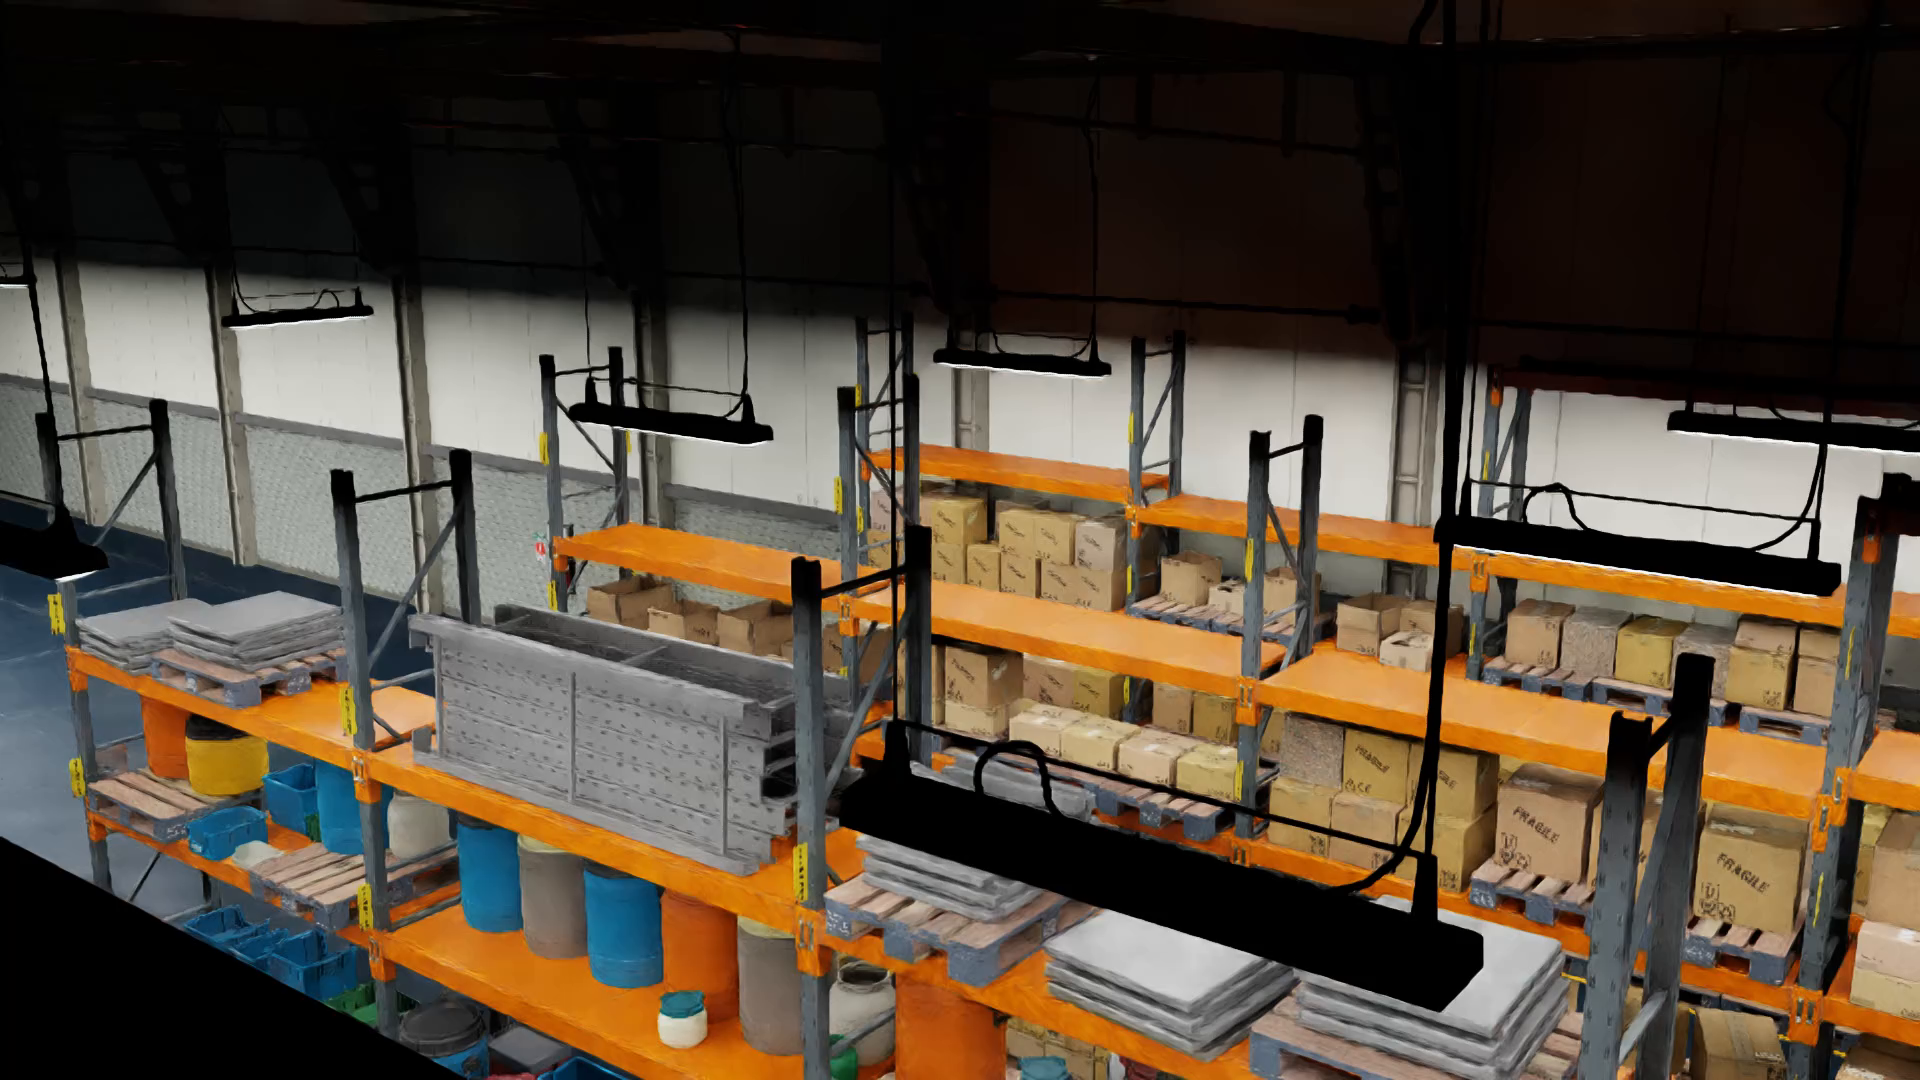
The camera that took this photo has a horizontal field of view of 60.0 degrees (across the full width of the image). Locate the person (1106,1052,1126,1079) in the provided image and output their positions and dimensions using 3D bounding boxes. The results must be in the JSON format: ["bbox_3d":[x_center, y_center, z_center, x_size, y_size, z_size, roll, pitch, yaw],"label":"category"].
[{"bbox_3d":[1.305,4.361,12.650,0.552,1.742,0.677,9,16,34],"label":"person"}]
